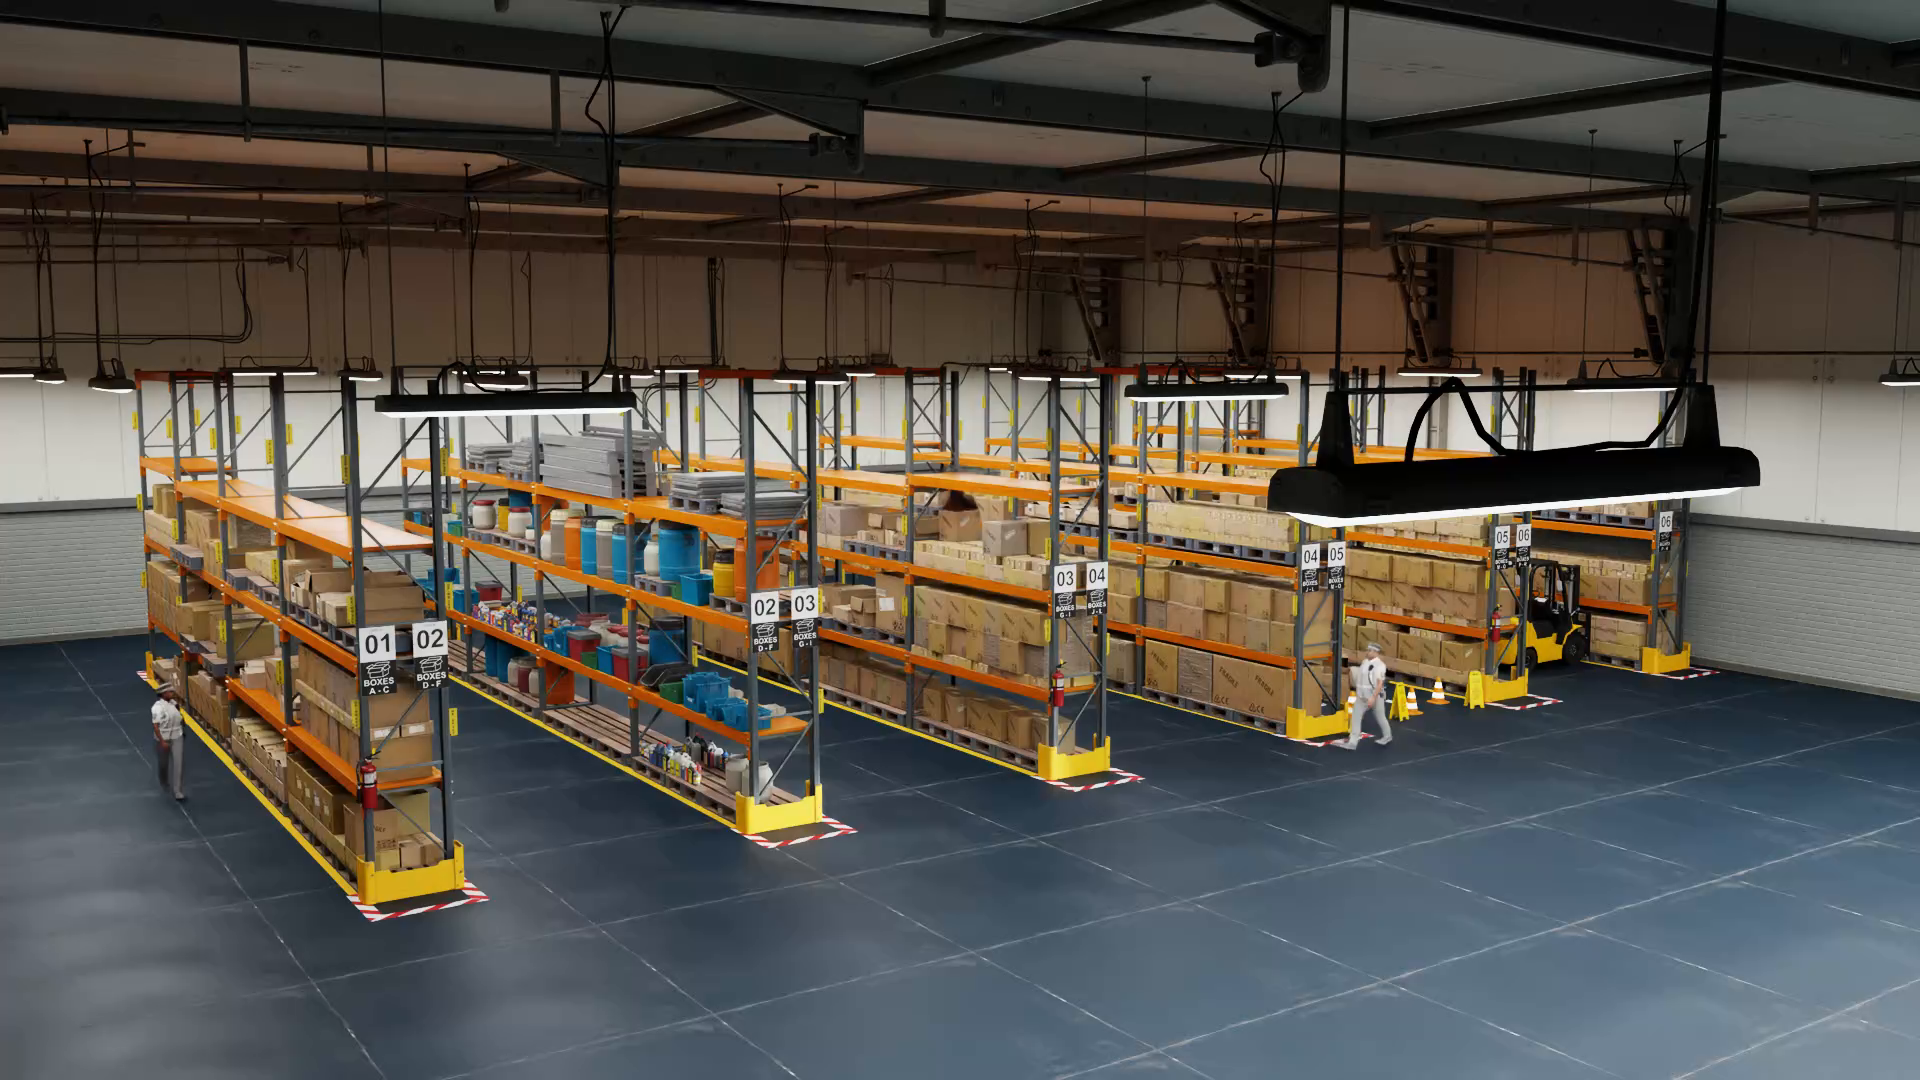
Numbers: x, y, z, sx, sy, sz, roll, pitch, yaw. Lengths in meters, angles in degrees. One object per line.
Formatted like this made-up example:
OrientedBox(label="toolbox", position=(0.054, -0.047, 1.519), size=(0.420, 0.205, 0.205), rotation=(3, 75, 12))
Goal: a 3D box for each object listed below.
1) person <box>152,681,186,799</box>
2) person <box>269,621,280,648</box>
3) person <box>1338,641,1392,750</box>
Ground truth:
OrientedBox(label="person", position=(-11.303, 2.830, 23.777), size=(0.426, 1.642, 0.911), rotation=(-3, 7, -28))
OrientedBox(label="person", position=(-13.900, 1.729, 33.420), size=(0.474, 1.653, 0.707), rotation=(-5, 8, -36))
OrientedBox(label="person", position=(6.516, 2.475, 26.512), size=(0.534, 1.730, 1.026), rotation=(6, 9, 41))
